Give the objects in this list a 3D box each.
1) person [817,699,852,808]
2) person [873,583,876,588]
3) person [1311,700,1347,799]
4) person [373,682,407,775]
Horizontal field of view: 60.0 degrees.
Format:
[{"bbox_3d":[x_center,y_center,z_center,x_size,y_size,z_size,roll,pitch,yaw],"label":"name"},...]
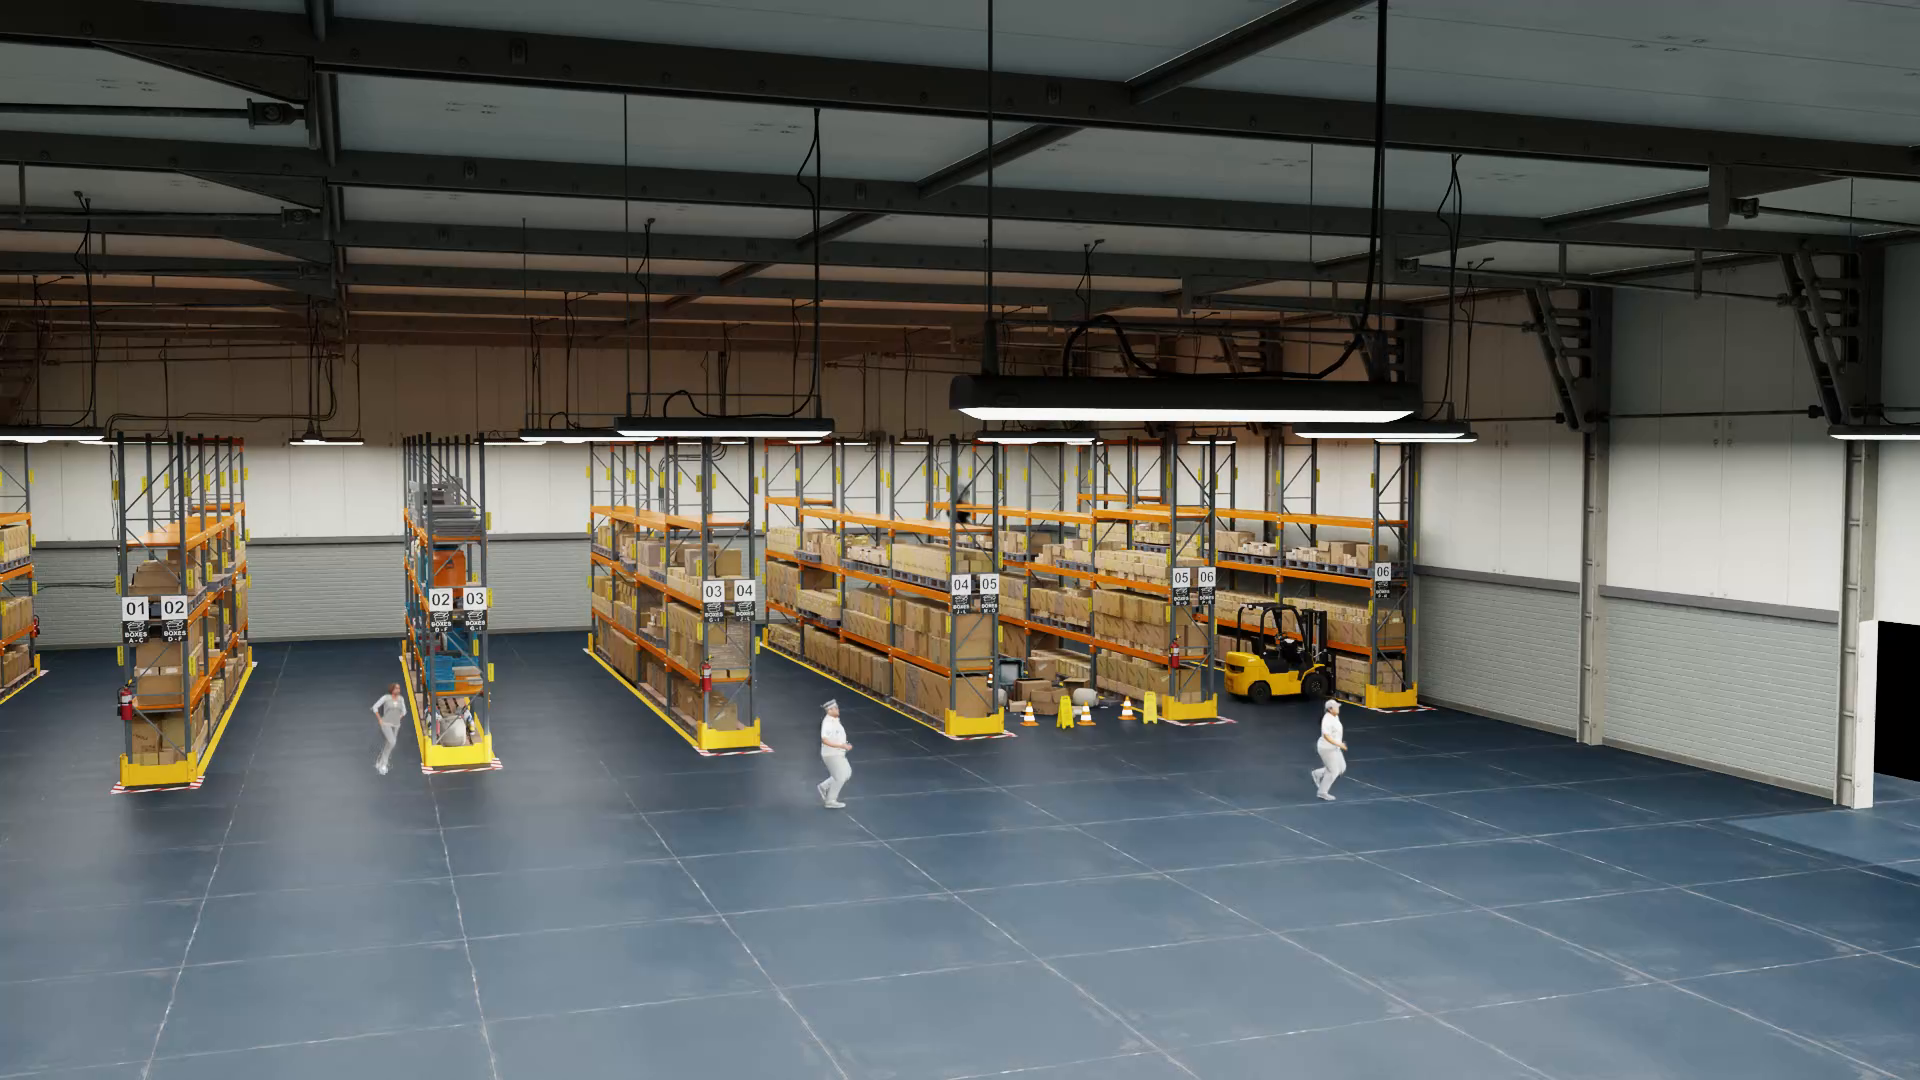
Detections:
[{"bbox_3d":[-1.989,3.386,26.431,0.618,1.728,0.658,0,3,7],"label":"person"},{"bbox_3d":[-2.550,2.101,50.820,0.593,1.624,0.675,-1,3,-19],"label":"person"},{"bbox_3d":[6.042,3.412,27.173,0.620,1.630,0.620,1,3,24],"label":"person"},{"bbox_3d":[-10.055,3.312,29.375,0.620,1.592,0.539,3,4,40],"label":"person"}]
